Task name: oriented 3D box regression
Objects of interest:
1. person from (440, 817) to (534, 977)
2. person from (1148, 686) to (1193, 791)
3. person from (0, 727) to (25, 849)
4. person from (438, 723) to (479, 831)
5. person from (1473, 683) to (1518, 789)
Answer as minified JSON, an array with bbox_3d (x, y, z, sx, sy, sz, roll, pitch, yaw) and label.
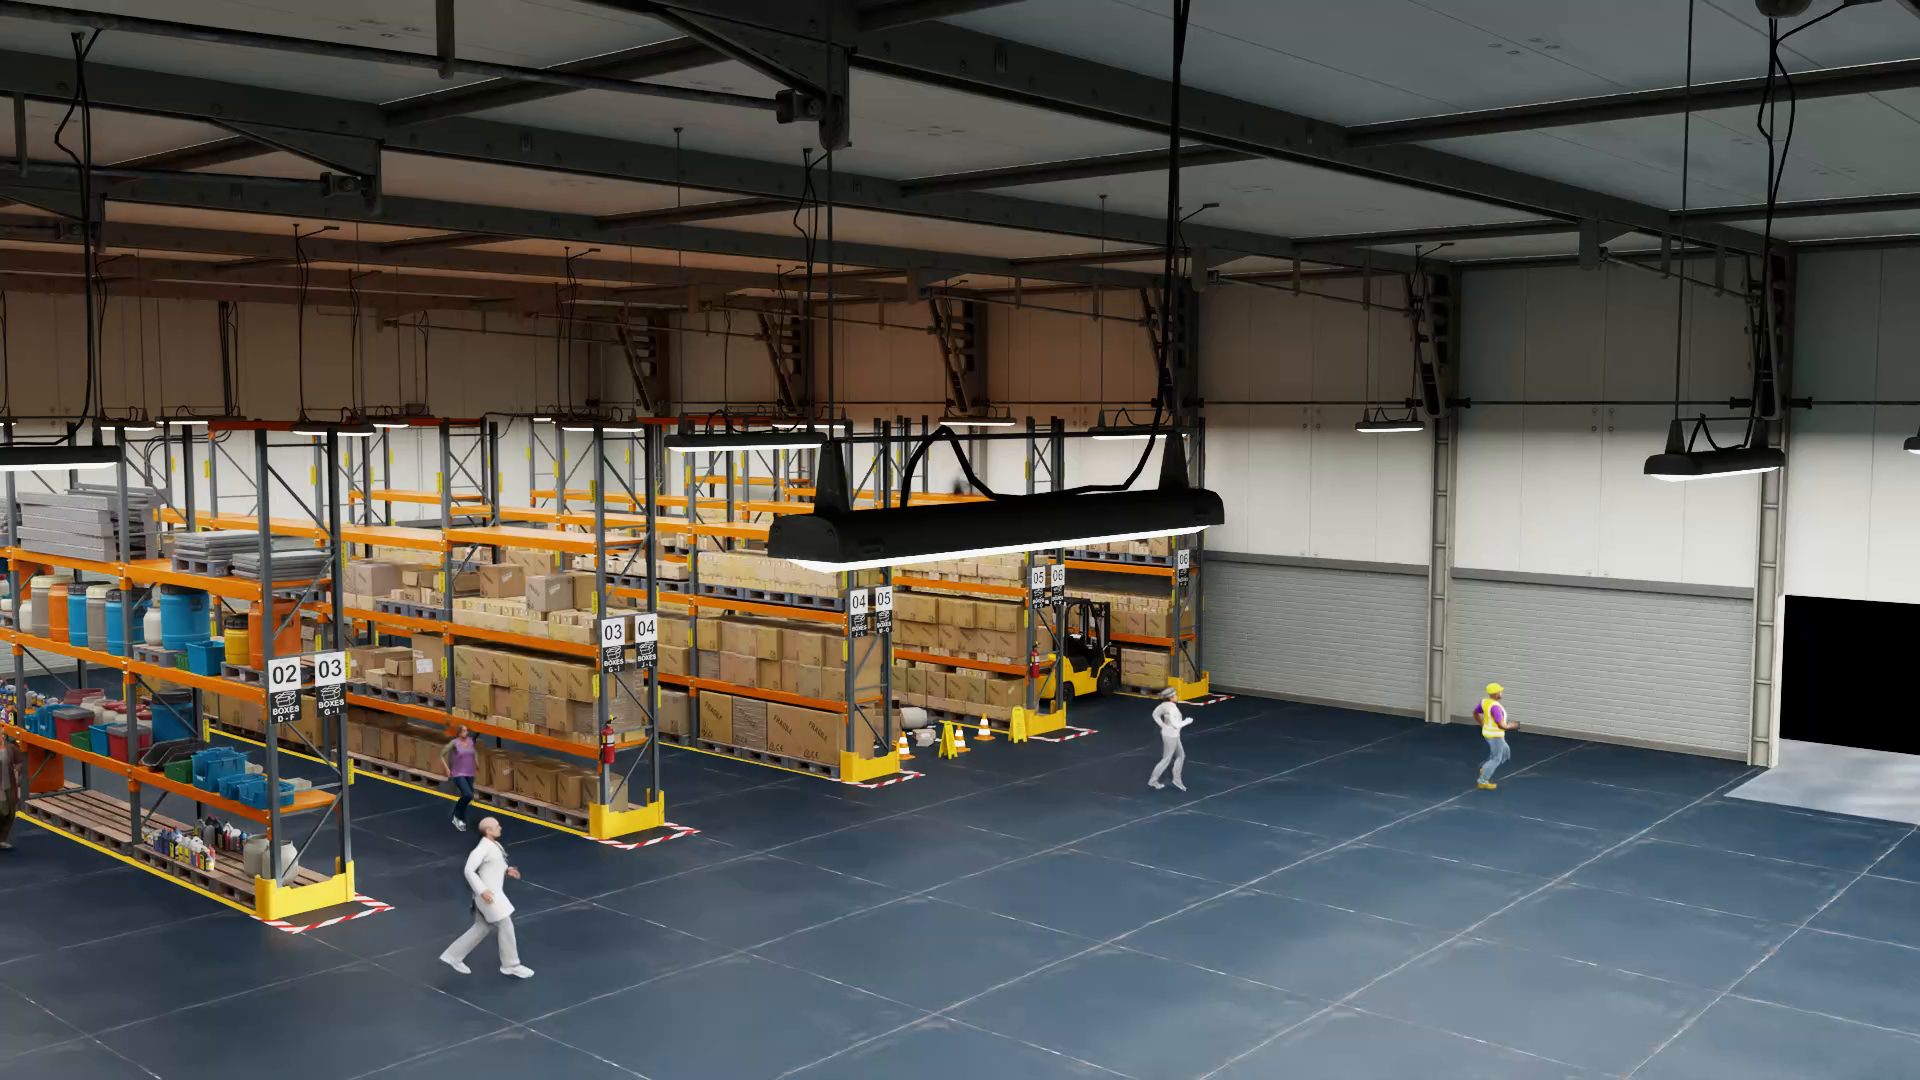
[{"bbox_3d":[-5.203,3.927,18.235,0.993,1.799,0.712,-2,5,-19],"label":"person"},{"bbox_3d":[3.411,3.242,27.019,0.725,1.747,0.598,0,5,-3],"label":"person"},{"bbox_3d":[-13.525,3.518,23.472,0.616,1.722,0.714,3,5,28],"label":"person"},{"bbox_3d":[-7.320,3.493,24.508,0.657,1.587,0.508,3,6,35],"label":"person"},{"bbox_3d":[8.776,3.195,27.197,0.626,1.725,0.684,0,5,2],"label":"person"}]
